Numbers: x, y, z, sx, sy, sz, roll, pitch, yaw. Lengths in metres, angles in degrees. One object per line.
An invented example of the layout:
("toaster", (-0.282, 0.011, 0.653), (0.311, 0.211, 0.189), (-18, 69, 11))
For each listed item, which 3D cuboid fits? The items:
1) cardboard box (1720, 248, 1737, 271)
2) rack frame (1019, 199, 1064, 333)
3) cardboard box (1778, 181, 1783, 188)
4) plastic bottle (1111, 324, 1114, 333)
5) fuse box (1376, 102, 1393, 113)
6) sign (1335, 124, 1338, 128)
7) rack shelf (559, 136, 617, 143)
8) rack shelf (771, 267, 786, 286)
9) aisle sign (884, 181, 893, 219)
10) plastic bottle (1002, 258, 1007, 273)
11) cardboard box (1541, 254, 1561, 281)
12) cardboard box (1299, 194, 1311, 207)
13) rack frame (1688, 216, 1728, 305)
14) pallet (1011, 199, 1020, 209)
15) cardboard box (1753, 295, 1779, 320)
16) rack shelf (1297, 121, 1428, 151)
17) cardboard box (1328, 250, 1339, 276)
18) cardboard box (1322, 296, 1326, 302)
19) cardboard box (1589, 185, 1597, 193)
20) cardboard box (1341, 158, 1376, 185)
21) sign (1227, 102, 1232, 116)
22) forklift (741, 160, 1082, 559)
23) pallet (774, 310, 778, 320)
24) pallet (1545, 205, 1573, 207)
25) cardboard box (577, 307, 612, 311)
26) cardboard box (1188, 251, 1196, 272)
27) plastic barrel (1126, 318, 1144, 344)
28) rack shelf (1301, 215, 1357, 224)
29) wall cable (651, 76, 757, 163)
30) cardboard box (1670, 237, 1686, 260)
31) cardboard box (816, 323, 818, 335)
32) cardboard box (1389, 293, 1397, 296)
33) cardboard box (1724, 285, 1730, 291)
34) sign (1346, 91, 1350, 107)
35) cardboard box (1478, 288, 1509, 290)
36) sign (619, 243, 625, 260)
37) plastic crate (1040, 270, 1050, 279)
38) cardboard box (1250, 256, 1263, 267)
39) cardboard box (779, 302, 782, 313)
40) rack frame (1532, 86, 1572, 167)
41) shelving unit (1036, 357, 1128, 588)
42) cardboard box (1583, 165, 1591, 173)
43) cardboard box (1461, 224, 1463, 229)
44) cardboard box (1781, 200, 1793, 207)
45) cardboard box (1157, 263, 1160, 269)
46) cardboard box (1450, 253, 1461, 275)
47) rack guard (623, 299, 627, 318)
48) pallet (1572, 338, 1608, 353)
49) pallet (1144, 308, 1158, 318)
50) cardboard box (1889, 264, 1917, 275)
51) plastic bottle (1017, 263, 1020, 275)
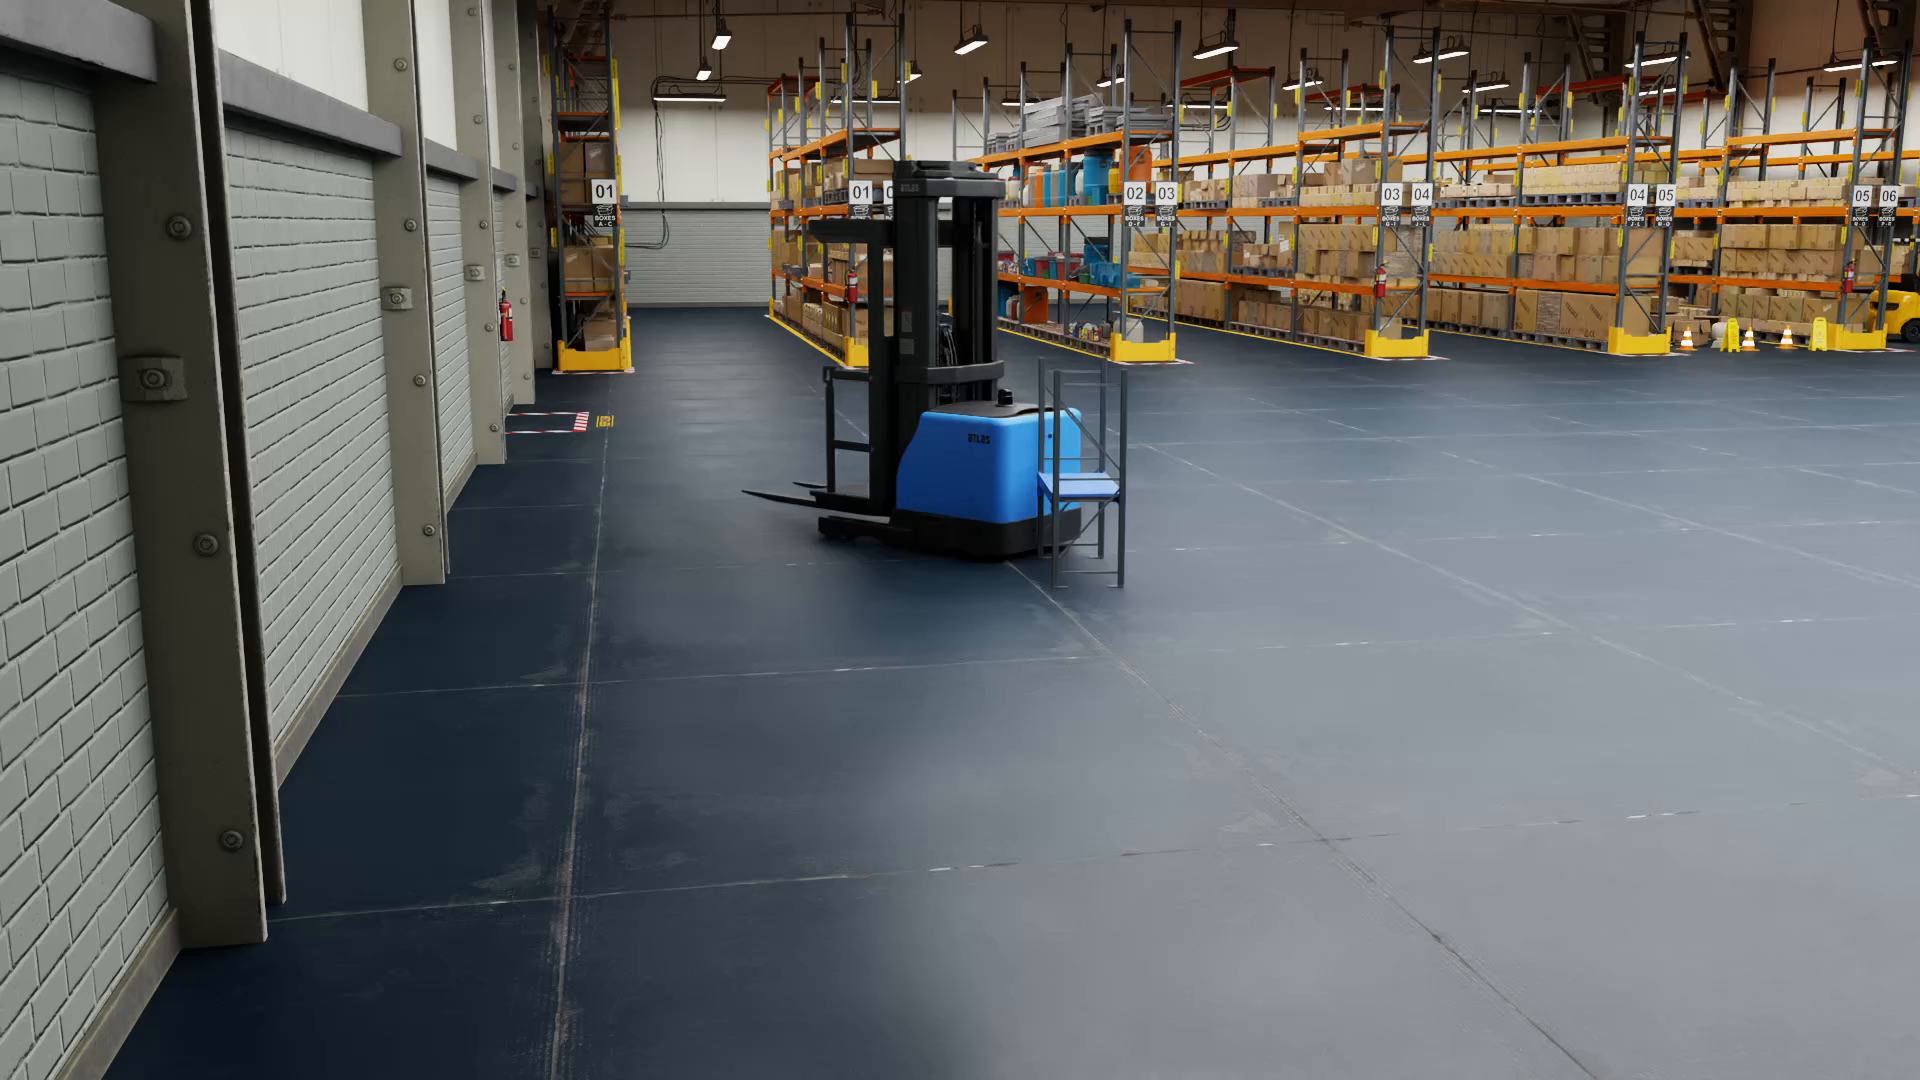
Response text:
("cardboard box", (17.026, -6.143, 36.384), (0.500, 0.500, 0.500), (-2, 11, -11))
("rack frame", (1.857, -6.231, 37.913), (1.000, 3.000, 0.127), (-2, 11, -11))
("cardboard box", (17.339, -7.428, 34.718), (0.380, 0.149, 0.250), (-2, 11, -10))
("plastic bottle", (3.048, -4.169, 33.165), (0.061, 0.283, 0.133), (-2, 11, -11))
("fuse box", (13.518, -13.777, 52.956), (0.513, 0.334, 0.176), (-2, 11, -11))
("sign", (10.593, -11.541, 46.842), (0.100, 0.325, 0.005), (-2, 11, -11))
("rack shelf", (-7.472, -7.901, 33.636), (1.077, 0.370, 4.000), (-2, 11, -11))
("rack shelf", (-4.169, -6.799, 42.819), (1.077, 0.370, 4.000), (-2, 11, -11))
("aisle sign", (-1.133, -5.861, 29.013), (0.394, 0.787, 0.004), (-2, 11, -11))
("plastic bottle", (1.086, -6.564, 39.795), (0.144, 0.351, 0.185), (-2, 11, -11))
("cardboard box", (12.581, -5.643, 34.419), (0.875, 0.550, 0.550), (-2, 11, -11))
("cardboard box", (7.330, -6.986, 34.256), (0.500, 0.250, 0.500), (-3, 11, -13))
("rack frame", (20.526, -7.687, 45.559), (1.000, 3.000, 0.127), (-2, 11, -11))
("pallet", (1.804, -7.756, 38.406), (1.003, 0.211, 1.213), (-2, 11, -11))
("cardboard box", (17.279, -4.951, 35.412), (0.500, 0.500, 0.500), (-2, 11, -8))
("rack shelf", (7.882, -7.903, 32.584), (1.077, 0.370, 4.000), (-2, 11, -11))
("cardboard box", (7.836, -5.514, 33.081), (0.875, 0.500, 0.500), (-2, 11, -11))
("cardboard box", (10.208, -6.649, 45.811), (0.380, 0.149, 0.250), (-2, 11, -8))
("cardboard box", (12.612, -6.900, 32.685), (0.380, 0.149, 0.250), (-2, 11, -10))
("cardboard box", (7.722, -7.134, 32.231), (0.500, 0.500, 0.500), (-2, 11, -11))
("sign", (6.172, -9.874, 38.086), (0.100, 0.325, 0.005), (-2, 11, -11))
("forklift", (-0.506, -1.506, 13.271), (3.031, 2.935, 1.130), (9, 14, 40))
("pallet", (-4.388, -5.989, 44.098), (1.003, 0.211, 1.213), (-2, 11, -11))
("pallet", (15.885, -8.719, 43.470), (0.805, 0.209, 1.217), (-3, 11, -13))
("cardboard box", (-7.683, -4.630, 35.010), (0.700, 0.500, 0.500), (-2, 11, -11))
("cardboard box", (5.977, -6.917, 41.247), (0.500, 0.500, 0.500), (-2, 11, -12))
("plastic barrel", (3.210, -3.866, 31.017), (0.421, 0.512, 0.421), (0, 11, 0))
("rack shelf", (10.433, -8.794, 45.278), (1.077, 0.370, 4.000), (-2, 11, -11))
("wall cable", (-7.513, -12.390, 49.021), (3.097, 2.526, 0.112), (-2, 11, -11))
("cardboard box", (16.707, -6.702, 38.199), (0.500, 0.500, 0.500), (-2, 11, -9))
("cardboard box", (-2.686, -4.332, 34.165), (0.500, 0.250, 0.500), (-2, 11, -12))
("cardboard box", (11.018, -6.222, 41.420), (0.500, 0.250, 0.500), (-2, 11, -10))
("cardboard box", (20.605, -6.716, 44.289), (0.380, 0.149, 0.250), (-2, 11, -11))
("sign", (8.029, -9.139, 34.435), (0.100, 0.325, 0.005), (-2, 11, -11))
("cardboard box", (15.293, -6.902, 47.164), (0.875, 0.438, 0.875), (-2, 11, -9))
("sign", (-6.552, -5.584, 32.196), (0.100, 0.325, 0.005), (-2, 11, -11))
("plastic crate", (2.019, -5.703, 35.702), (0.450, 0.188, 0.662), (-2, 11, -11))
("cardboard box", (6.816, -6.228, 37.175), (0.500, 0.250, 0.500), (-2, 11, -13))
("cardboard box", (-4.315, -5.912, 42.252), (0.500, 0.311, 0.500), (-2, 11, -11))
("rack frame", (15.658, -10.452, 44.046), (1.000, 3.000, 0.127), (-2, 11, -11))
("shelving unit", (0.856, -0.505, 11.836), (0.538, 1.500, 1.048), (-1, 11, -3))
("cardboard box", (12.562, -7.339, 32.858), (0.380, 0.149, 0.250), (-2, 11, -11))
("cardboard box", (14.678, -9.023, 47.903), (0.380, 0.149, 0.250), (-2, 11, -10))
("cardboard box", (17.306, -6.990, 34.549), (0.380, 0.149, 0.250), (-2, 11, -12))
("cardboard box", (5.407, -7.207, 43.711), (0.380, 0.149, 0.250), (-2, 11, -10))
("cardboard box", (11.622, -6.345, 38.240), (0.500, 0.500, 0.500), (-2, 11, -11))
("rack guard", (-9.421, -6.115, 43.986), (1.175, 0.500, 0.348), (-2, 11, -11))
("pallet", (12.924, -3.880, 33.017), (1.003, 0.211, 1.213), (-2, 11, -11))
("pallet", (5.626, -6.142, 44.900), (1.003, 0.211, 1.213), (-2, 11, -11))
("cardboard box", (21.728, -6.229, 38.300), (0.500, 0.250, 0.500), (-2, 11, -10))
("plastic bottle", (1.360, -6.233, 38.232), (0.061, 0.283, 0.133), (-2, 11, -11))
